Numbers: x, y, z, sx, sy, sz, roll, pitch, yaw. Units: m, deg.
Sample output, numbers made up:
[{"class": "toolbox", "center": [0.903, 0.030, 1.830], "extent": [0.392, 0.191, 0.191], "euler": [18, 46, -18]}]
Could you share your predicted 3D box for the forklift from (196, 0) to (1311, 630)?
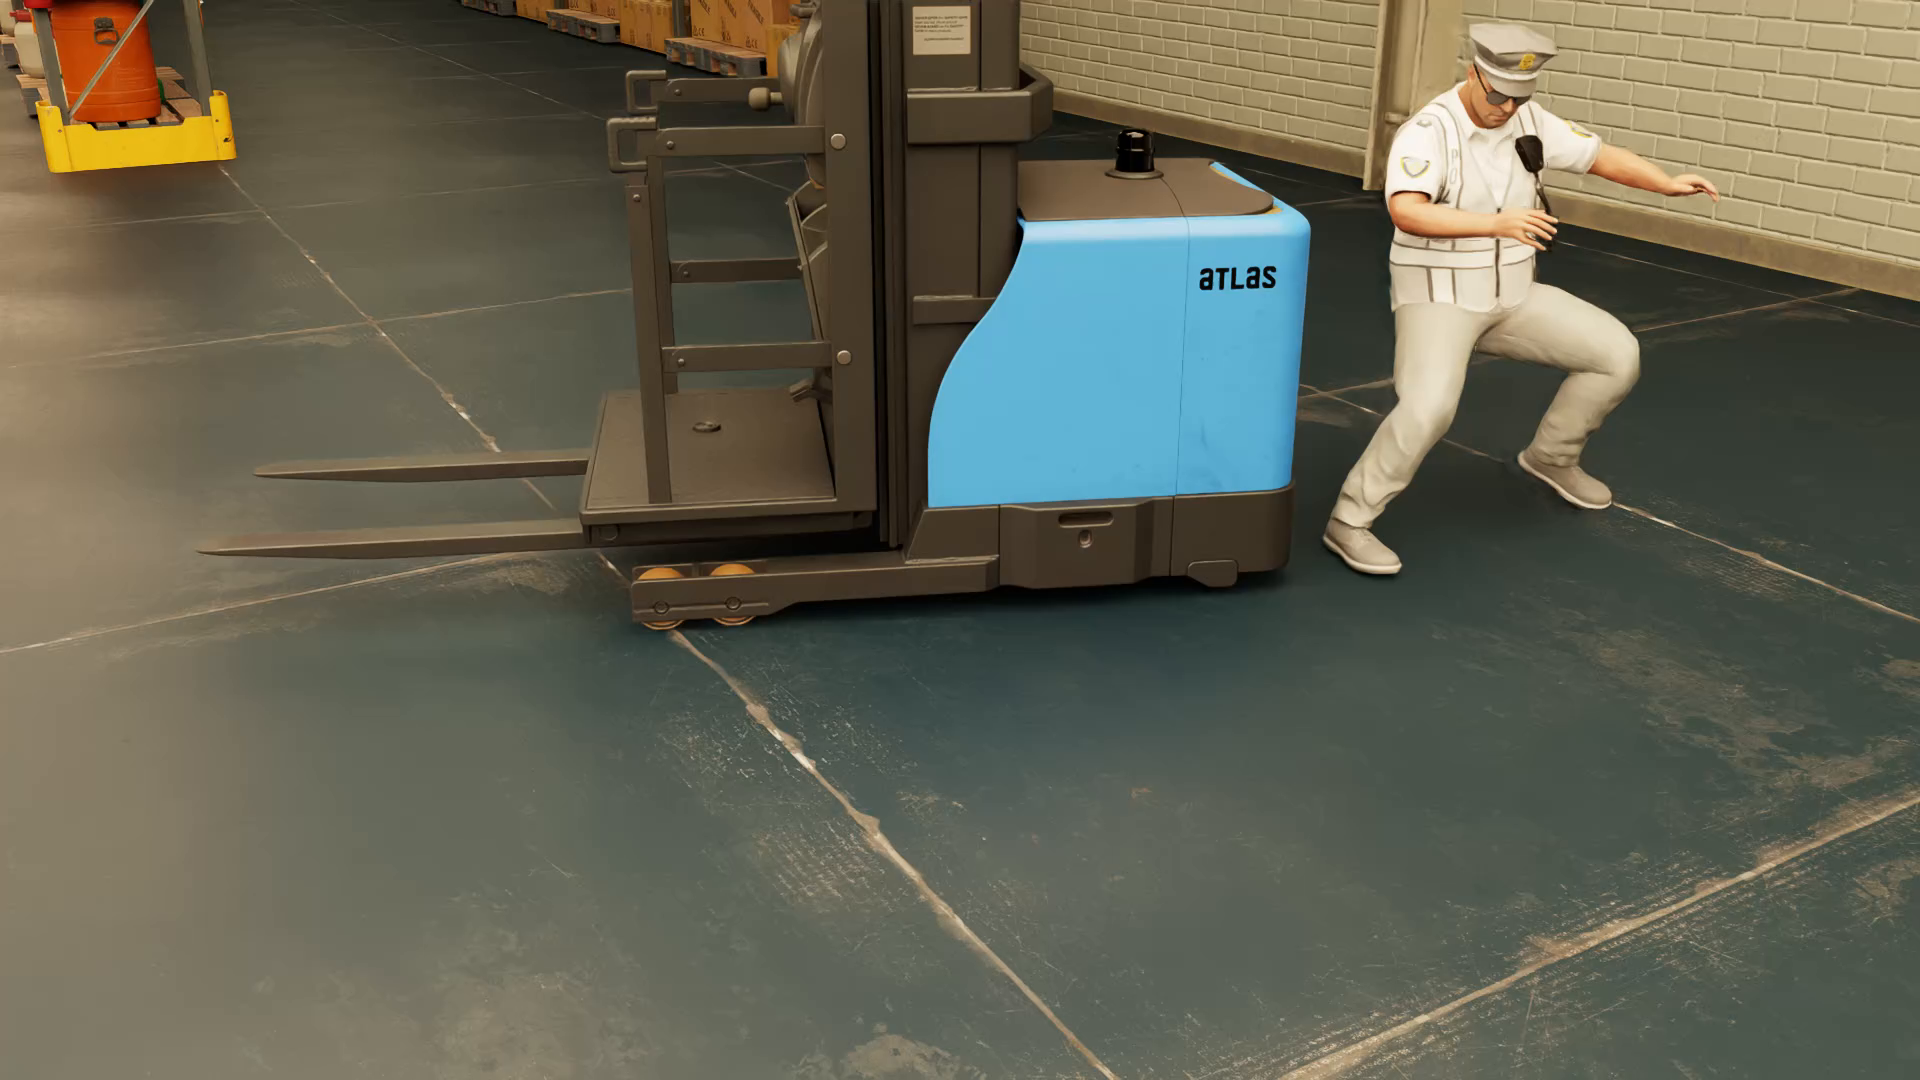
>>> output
[{"class": "forklift", "center": [-0.604, -1.324, 4.501], "extent": [3.031, 2.935, 1.130], "euler": [-3, 22, -7]}]

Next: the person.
[{"class": "person", "center": [1.611, -0.735, 4.933], "extent": [1.067, 1.514, 0.760], "euler": [-7, 23, -16]}]
